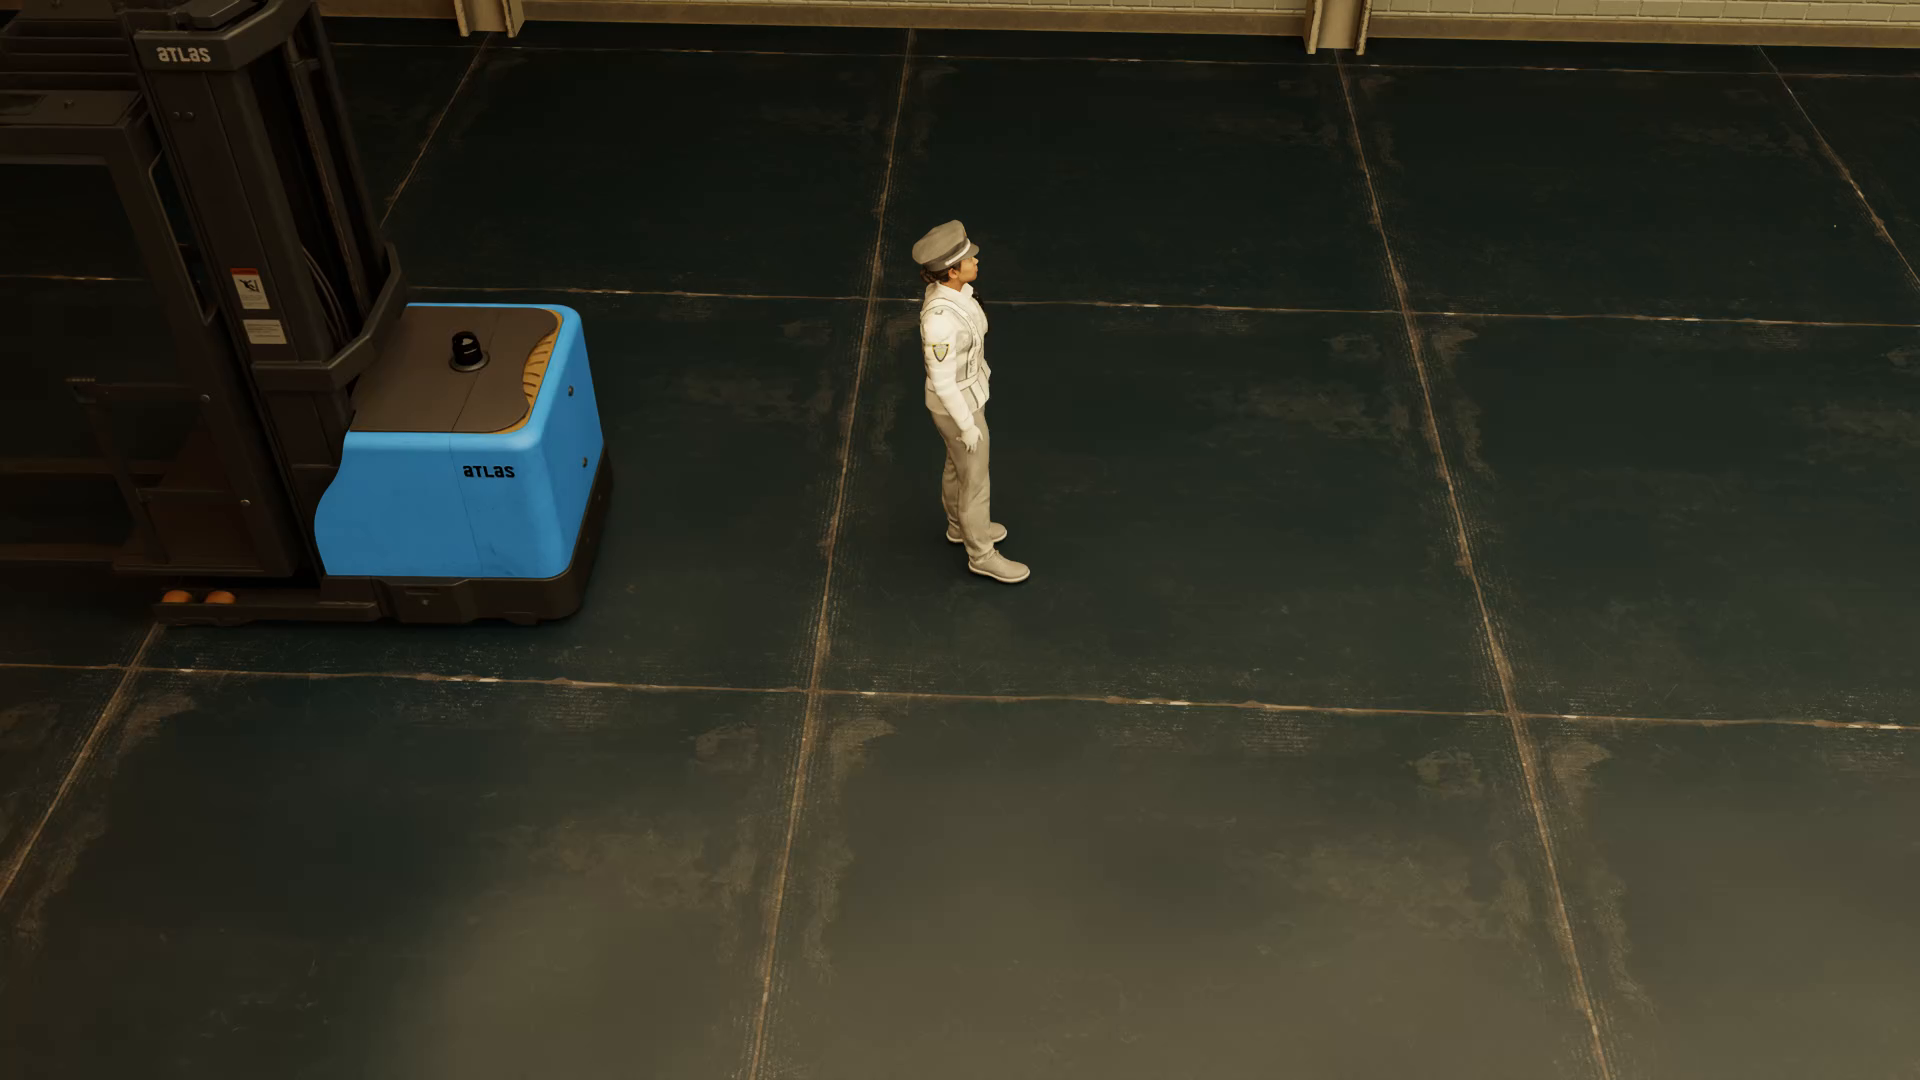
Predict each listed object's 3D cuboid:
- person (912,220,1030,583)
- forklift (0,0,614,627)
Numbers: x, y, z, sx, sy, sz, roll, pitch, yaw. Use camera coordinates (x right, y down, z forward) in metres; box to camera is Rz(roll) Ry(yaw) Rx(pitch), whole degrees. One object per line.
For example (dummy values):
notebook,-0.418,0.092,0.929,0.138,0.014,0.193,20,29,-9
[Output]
person,0.067,-0.625,7.333,0.533,1.696,0.588,2,42,2
forklift,-3.216,-1.050,6.892,3.031,2.935,1.130,1,42,1
